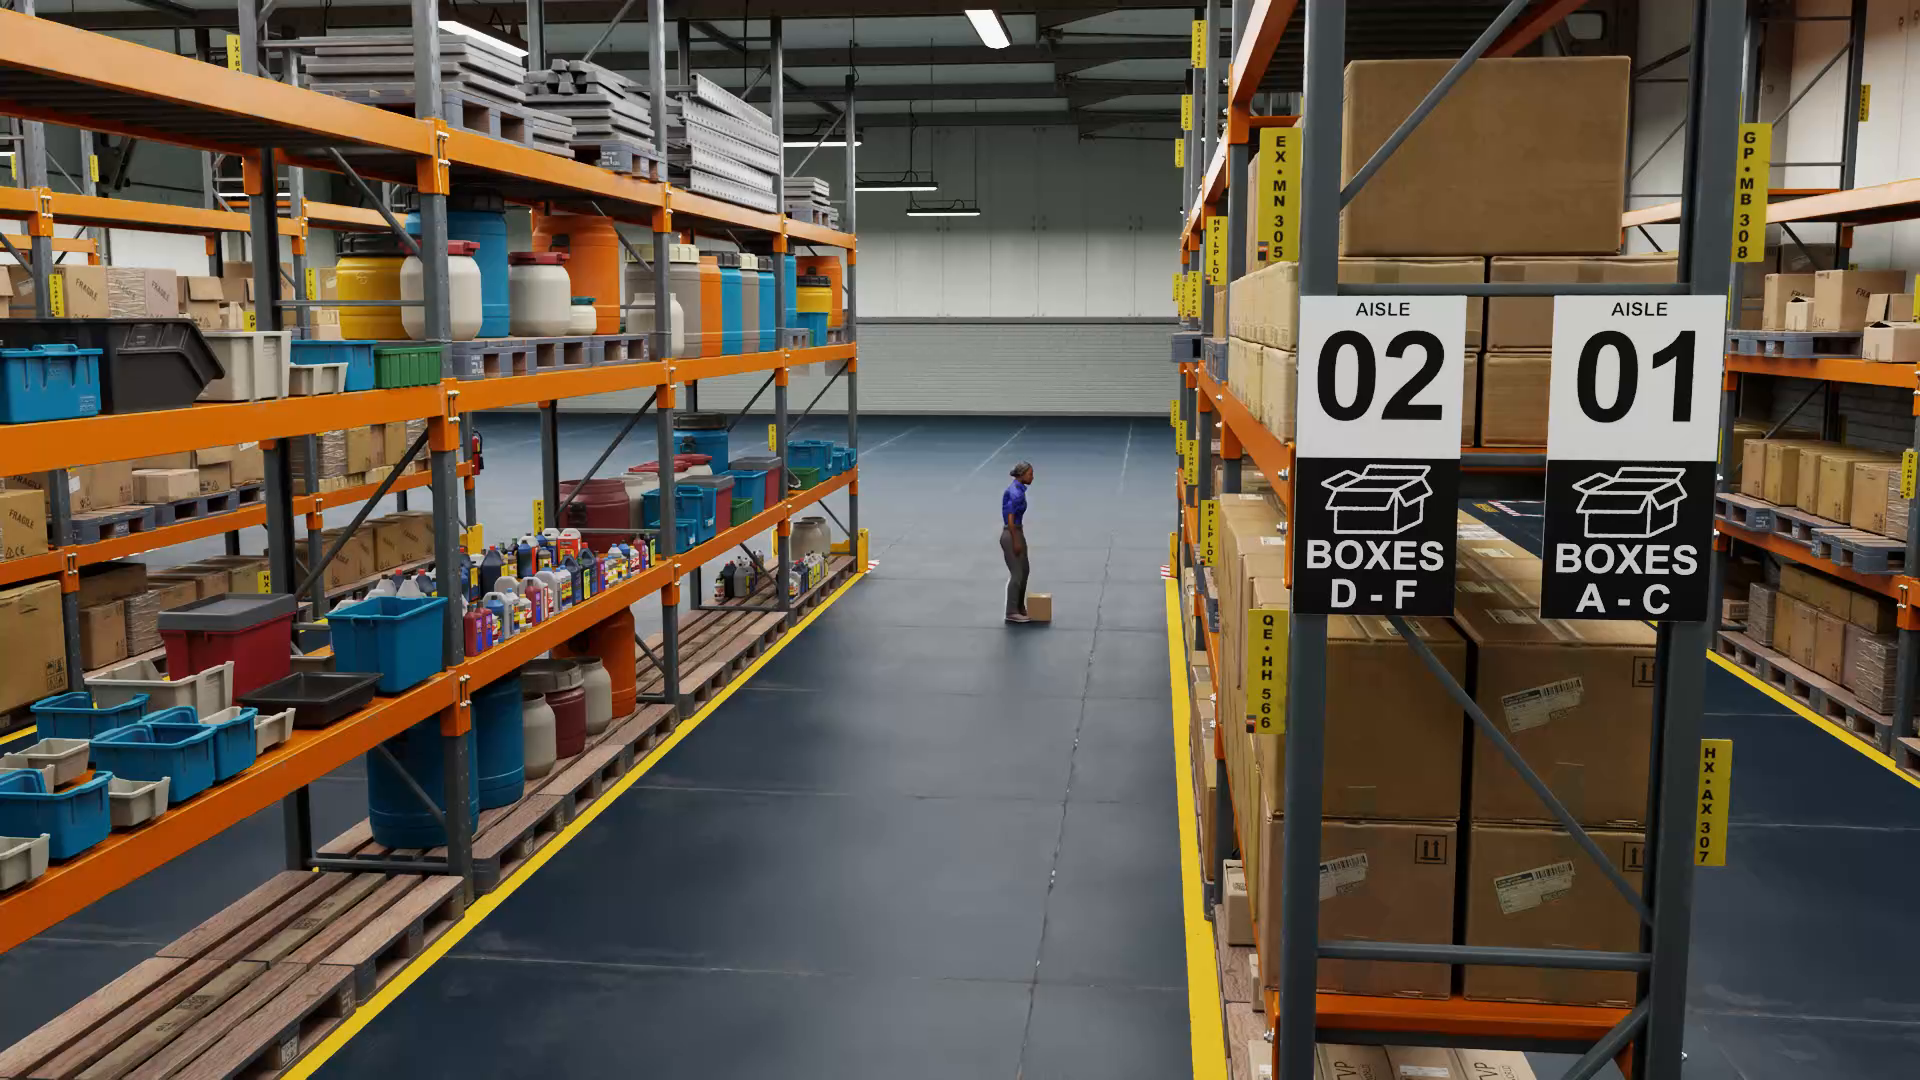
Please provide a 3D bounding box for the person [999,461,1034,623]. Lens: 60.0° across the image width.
[{"bbox_3d":[0.613,0.004,17.291,0.395,1.654,0.503,1,8,6],"label":"person"}]
